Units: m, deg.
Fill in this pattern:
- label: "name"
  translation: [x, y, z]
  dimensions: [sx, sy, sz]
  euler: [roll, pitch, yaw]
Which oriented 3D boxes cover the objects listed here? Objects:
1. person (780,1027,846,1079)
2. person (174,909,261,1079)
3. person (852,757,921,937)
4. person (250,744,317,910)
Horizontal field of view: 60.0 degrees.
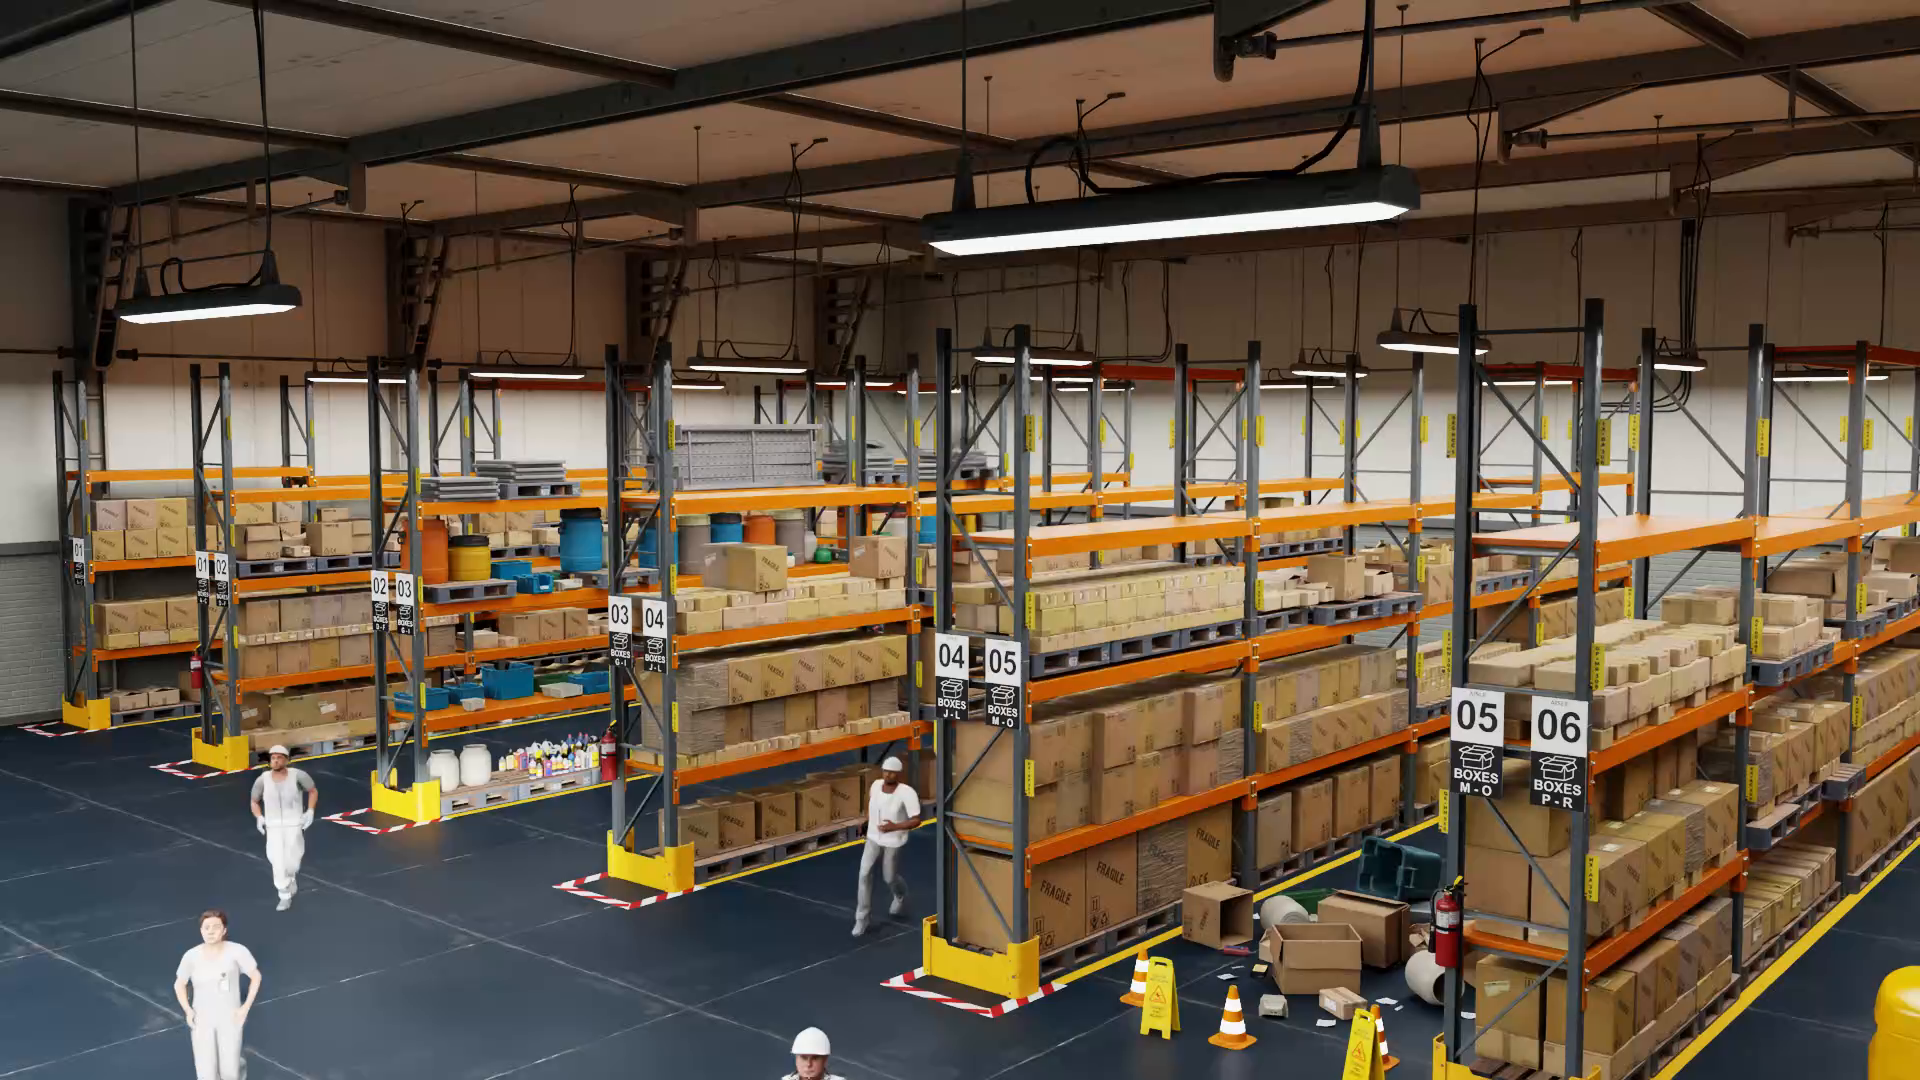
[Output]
- label: "person"
  translation: [-0.826, 3.619, 9.495]
  dimensions: [0.681, 1.744, 0.713]
  euler: [0, 4, 2]
- label: "person"
  translation: [-5.392, 3.473, 12.098]
  dimensions: [0.585, 1.627, 0.655]
  euler: [-1, 4, -15]
- label: "person"
  translation: [-0.714, 3.077, 16.921]
  dimensions: [0.725, 1.789, 0.911]
  euler: [2, 5, 27]
- label: "person"
  translation: [-7.148, 3.029, 17.570]
  dimensions: [0.663, 1.745, 0.544]
  euler: [-1, 4, -16]
